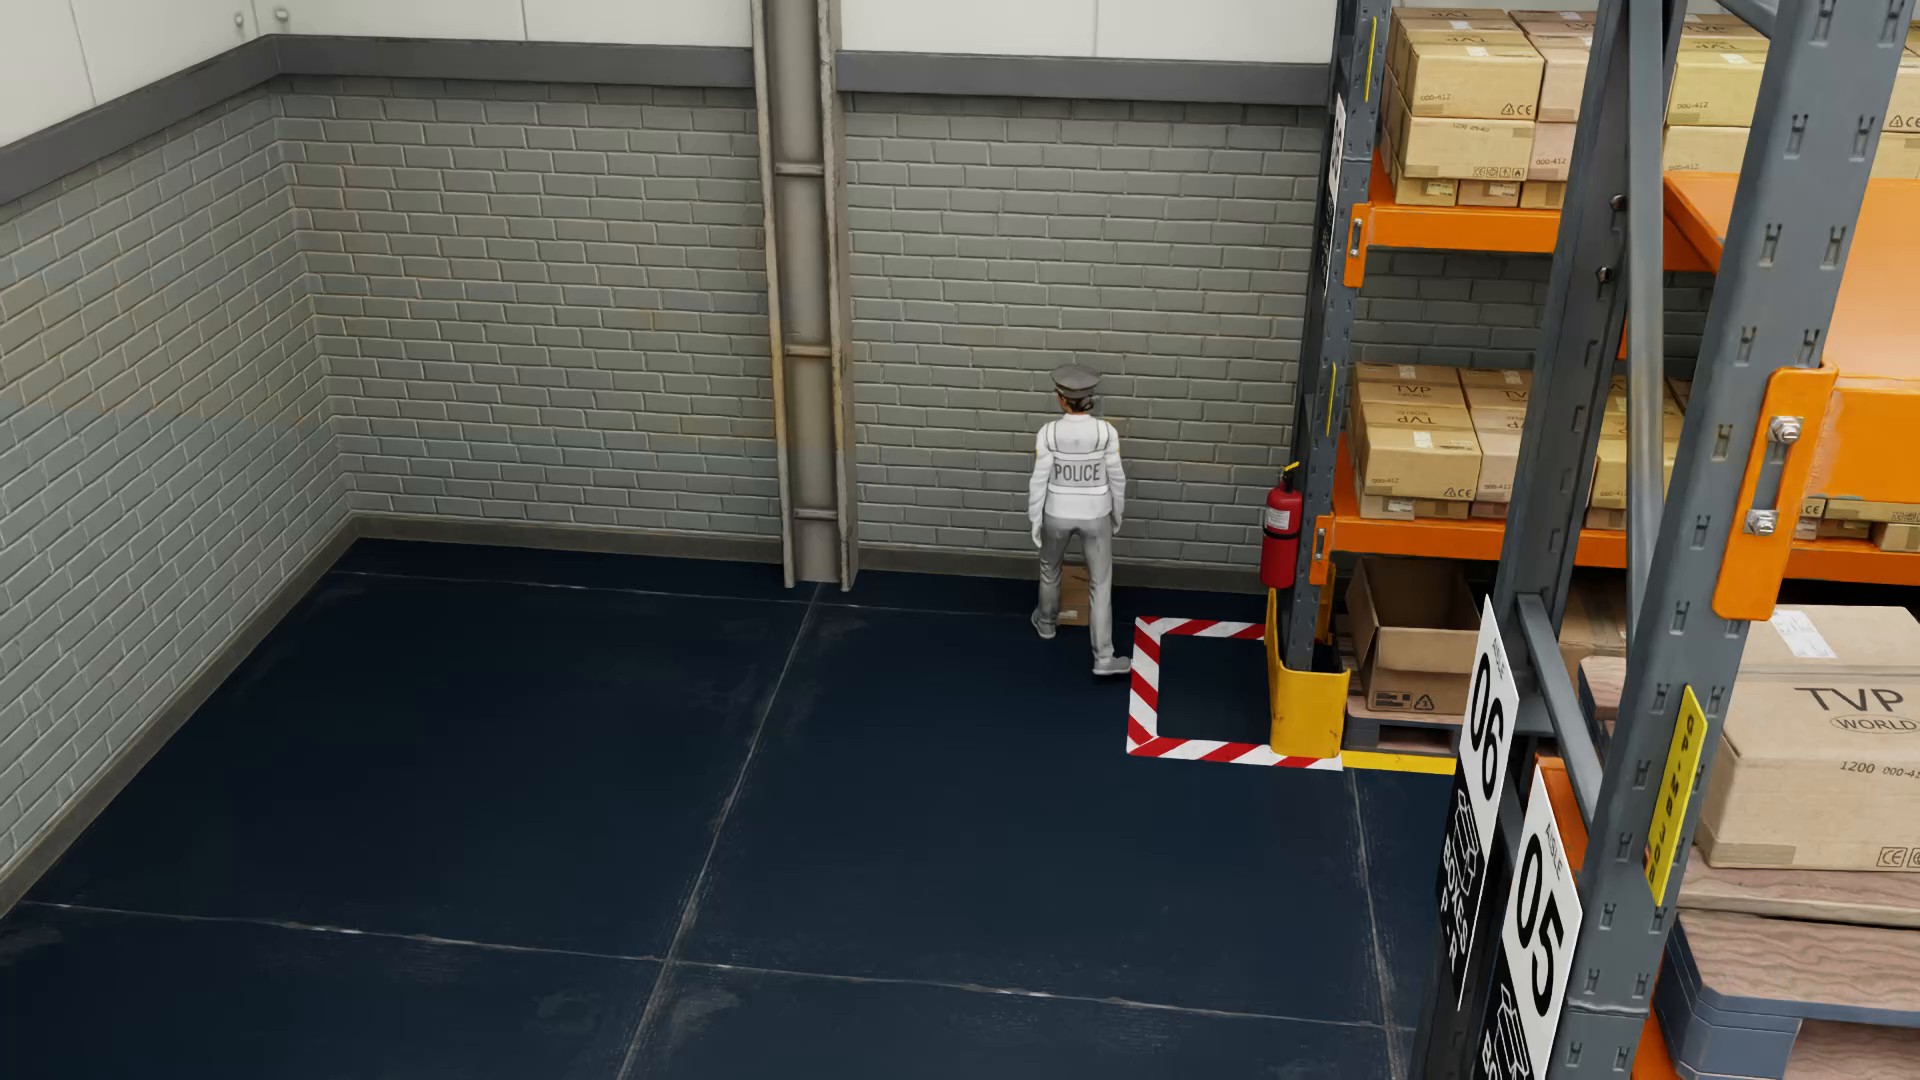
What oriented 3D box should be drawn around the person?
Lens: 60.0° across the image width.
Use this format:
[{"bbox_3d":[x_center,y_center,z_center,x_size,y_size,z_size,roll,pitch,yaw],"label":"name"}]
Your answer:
[{"bbox_3d":[0.656,-0.115,8.840,0.585,1.648,0.725,3,29,5],"label":"person"}]
